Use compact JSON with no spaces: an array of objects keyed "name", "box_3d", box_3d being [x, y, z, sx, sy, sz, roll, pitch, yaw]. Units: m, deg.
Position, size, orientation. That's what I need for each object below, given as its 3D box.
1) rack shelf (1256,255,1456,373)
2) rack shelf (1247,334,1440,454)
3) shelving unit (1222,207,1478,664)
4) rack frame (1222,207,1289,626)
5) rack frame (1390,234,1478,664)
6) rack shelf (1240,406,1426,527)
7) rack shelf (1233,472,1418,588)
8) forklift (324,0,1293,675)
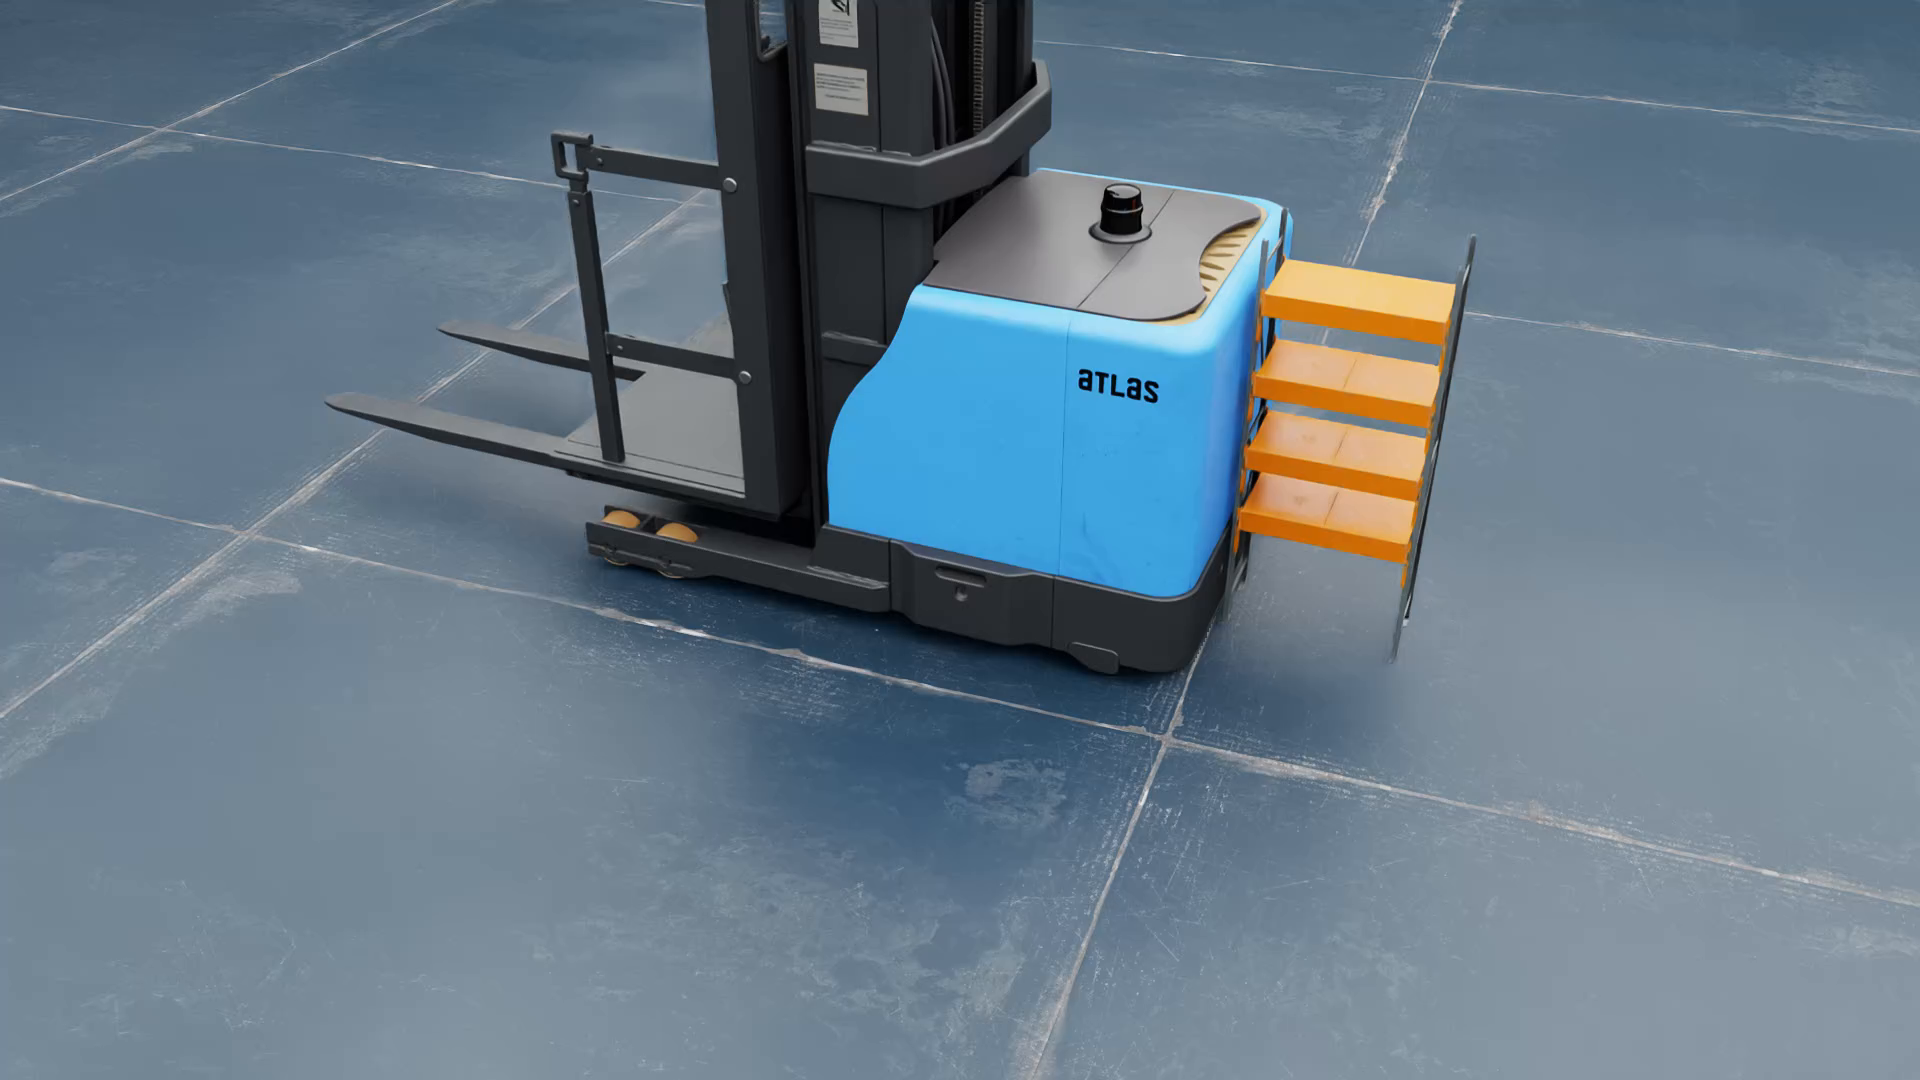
[{"name":"rack shelf","box_3d":[1.044,-0.595,4.341,0.480,0.148,0.258,12,35,18]},{"name":"rack shelf","box_3d":[1.044,-0.396,4.469,0.480,0.148,0.258,12,35,18]},{"name":"shelving unit","box_3d":[1.044,-0.265,4.554,0.503,1.200,0.258,12,35,18]},{"name":"rack frame","box_3d":[0.818,-0.315,4.632,0.015,1.200,0.240,12,35,18]},{"name":"rack frame","box_3d":[1.270,-0.215,4.477,0.015,1.200,0.240,12,35,18]},{"name":"rack shelf","box_3d":[1.044,-0.208,4.591,0.480,0.148,0.258,12,35,18]},{"name":"rack shelf","box_3d":[1.044,-0.042,4.698,0.480,0.148,0.258,12,35,18]},{"name":"forklift","box_3d":[-0.599,-1.364,4.660,3.031,2.935,1.130,12,35,18]}]
